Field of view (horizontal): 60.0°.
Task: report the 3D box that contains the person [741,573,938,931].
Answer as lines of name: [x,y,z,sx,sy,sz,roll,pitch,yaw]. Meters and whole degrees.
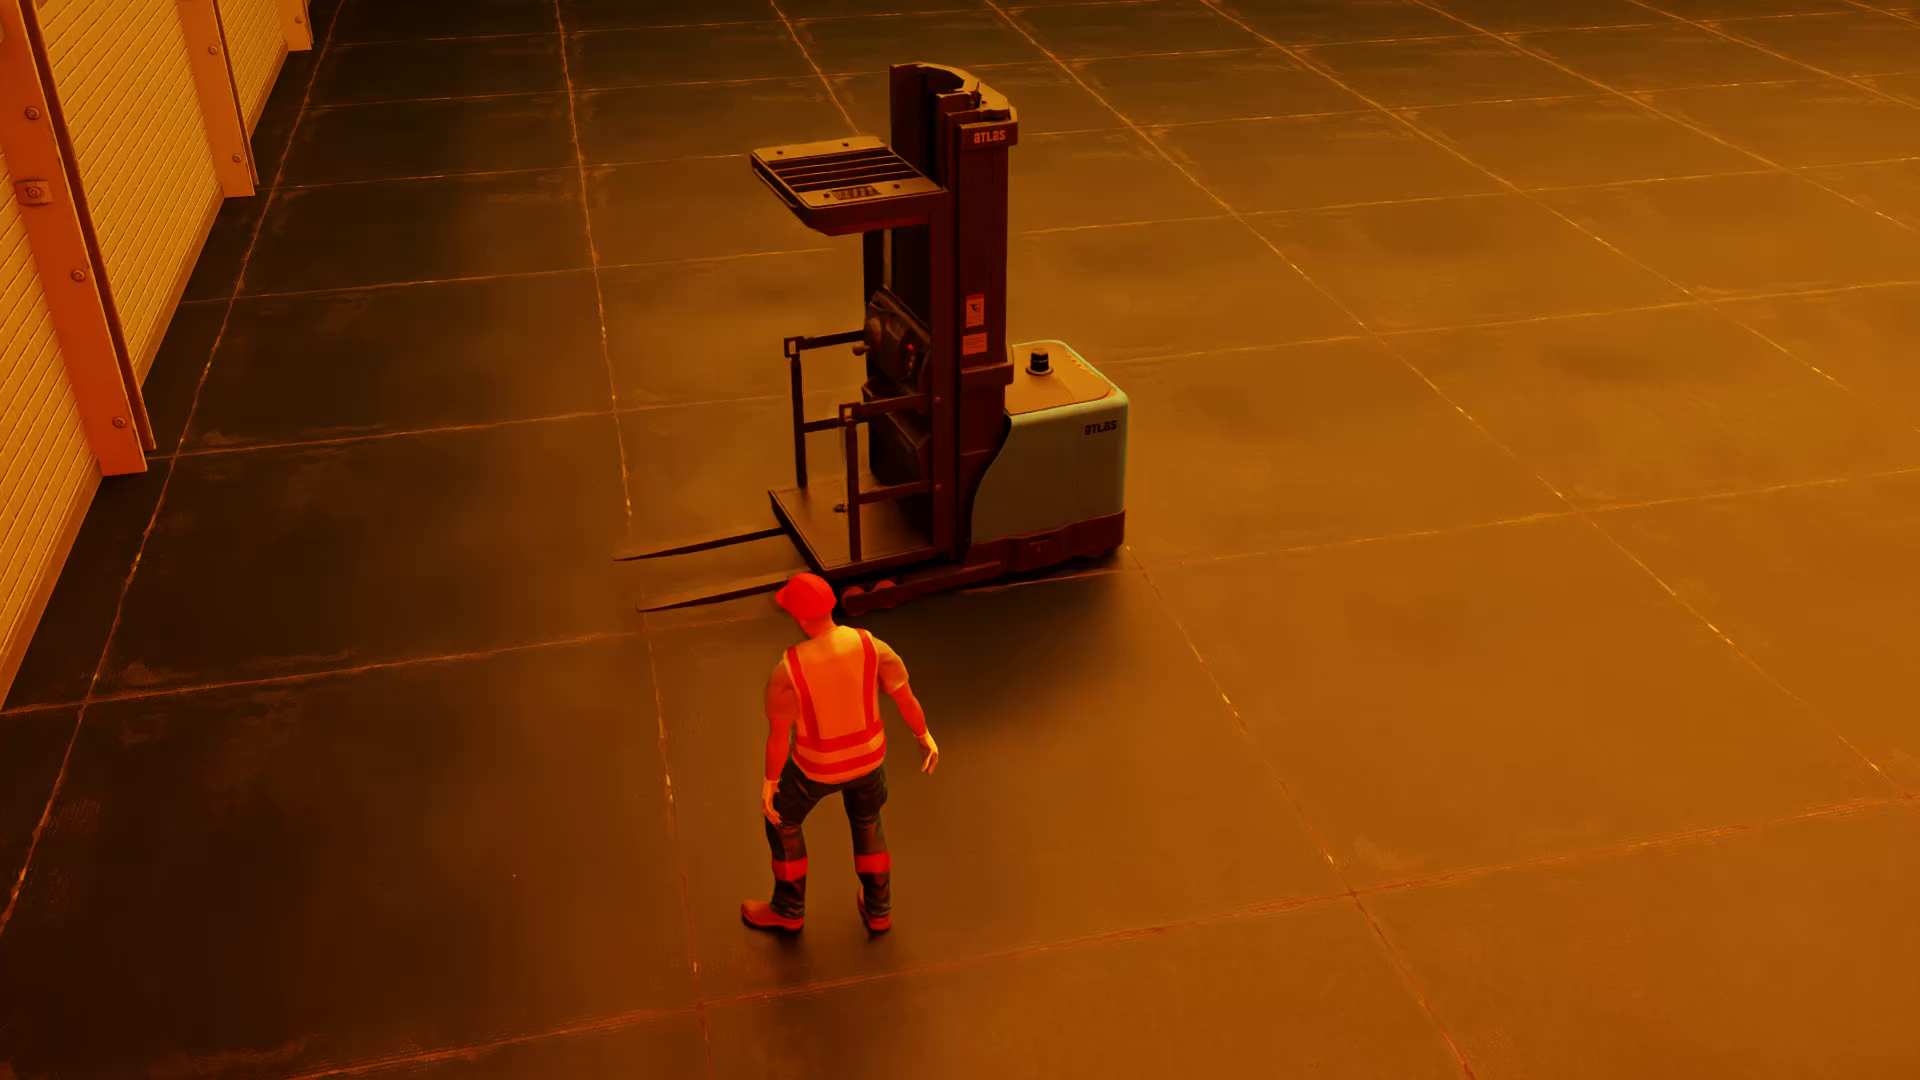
person: [-0.548,0.926,7.178,0.880,1.747,0.455,-11,32,-18]

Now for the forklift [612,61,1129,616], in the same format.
forklift: [-0.550,-1.124,9.516,3.031,2.935,1.130,-12,32,-20]
